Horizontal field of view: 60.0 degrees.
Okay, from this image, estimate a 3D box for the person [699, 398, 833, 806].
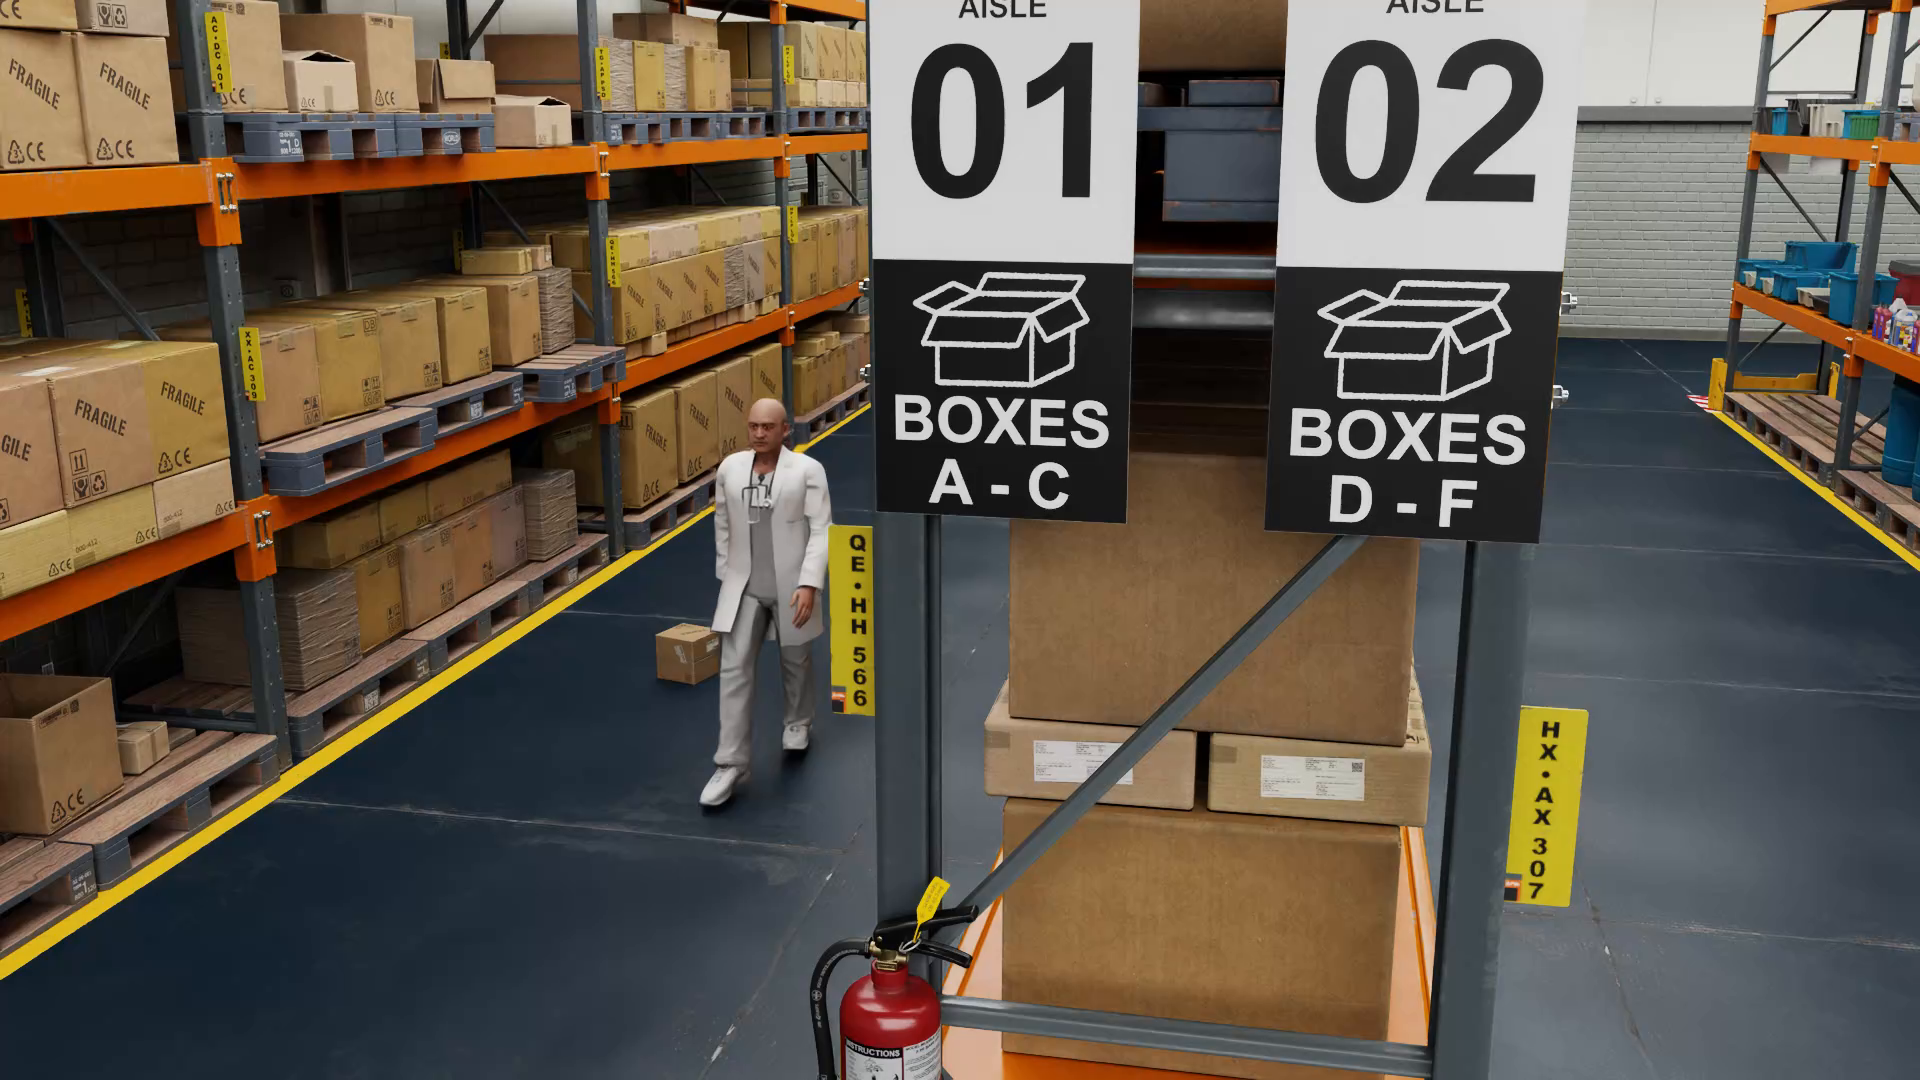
[{"bbox_3d":[-0.876,0.227,7.572,0.602,1.732,1.052,2,15,7],"label":"person"}]
